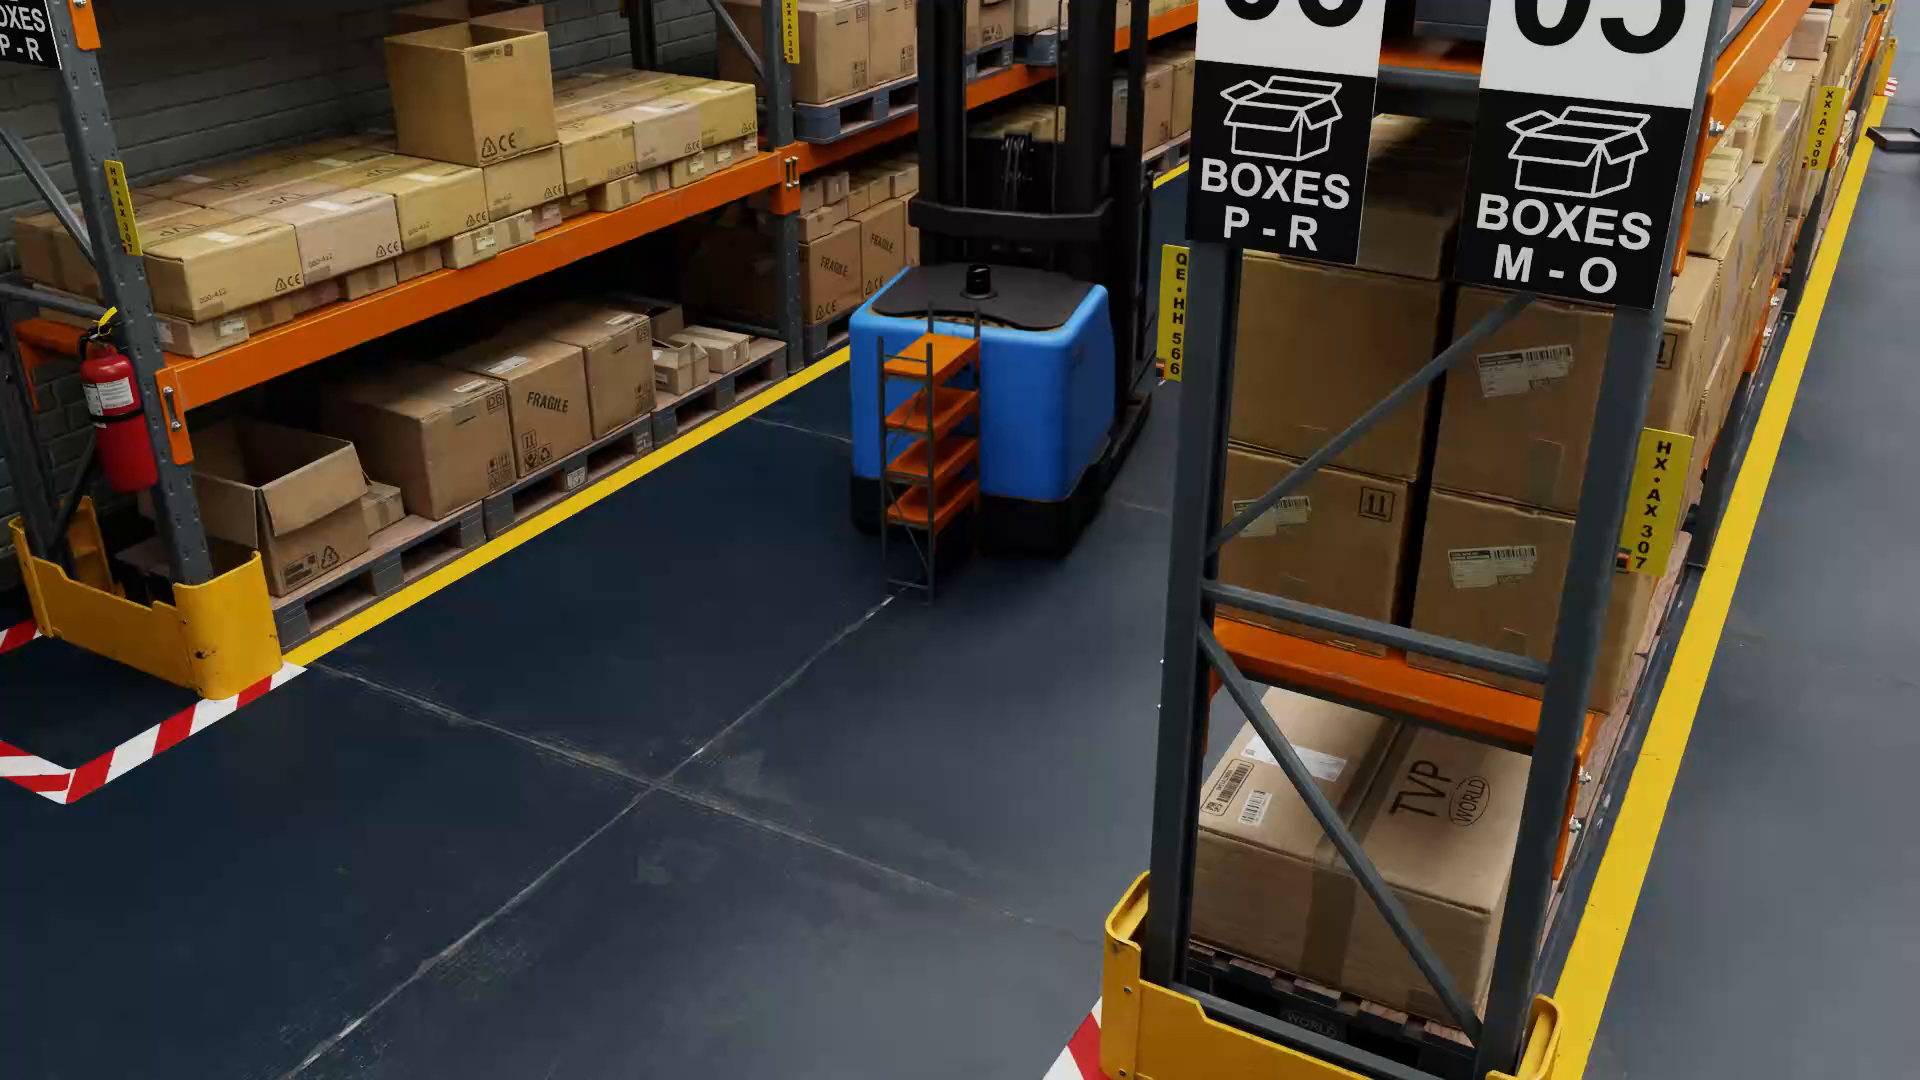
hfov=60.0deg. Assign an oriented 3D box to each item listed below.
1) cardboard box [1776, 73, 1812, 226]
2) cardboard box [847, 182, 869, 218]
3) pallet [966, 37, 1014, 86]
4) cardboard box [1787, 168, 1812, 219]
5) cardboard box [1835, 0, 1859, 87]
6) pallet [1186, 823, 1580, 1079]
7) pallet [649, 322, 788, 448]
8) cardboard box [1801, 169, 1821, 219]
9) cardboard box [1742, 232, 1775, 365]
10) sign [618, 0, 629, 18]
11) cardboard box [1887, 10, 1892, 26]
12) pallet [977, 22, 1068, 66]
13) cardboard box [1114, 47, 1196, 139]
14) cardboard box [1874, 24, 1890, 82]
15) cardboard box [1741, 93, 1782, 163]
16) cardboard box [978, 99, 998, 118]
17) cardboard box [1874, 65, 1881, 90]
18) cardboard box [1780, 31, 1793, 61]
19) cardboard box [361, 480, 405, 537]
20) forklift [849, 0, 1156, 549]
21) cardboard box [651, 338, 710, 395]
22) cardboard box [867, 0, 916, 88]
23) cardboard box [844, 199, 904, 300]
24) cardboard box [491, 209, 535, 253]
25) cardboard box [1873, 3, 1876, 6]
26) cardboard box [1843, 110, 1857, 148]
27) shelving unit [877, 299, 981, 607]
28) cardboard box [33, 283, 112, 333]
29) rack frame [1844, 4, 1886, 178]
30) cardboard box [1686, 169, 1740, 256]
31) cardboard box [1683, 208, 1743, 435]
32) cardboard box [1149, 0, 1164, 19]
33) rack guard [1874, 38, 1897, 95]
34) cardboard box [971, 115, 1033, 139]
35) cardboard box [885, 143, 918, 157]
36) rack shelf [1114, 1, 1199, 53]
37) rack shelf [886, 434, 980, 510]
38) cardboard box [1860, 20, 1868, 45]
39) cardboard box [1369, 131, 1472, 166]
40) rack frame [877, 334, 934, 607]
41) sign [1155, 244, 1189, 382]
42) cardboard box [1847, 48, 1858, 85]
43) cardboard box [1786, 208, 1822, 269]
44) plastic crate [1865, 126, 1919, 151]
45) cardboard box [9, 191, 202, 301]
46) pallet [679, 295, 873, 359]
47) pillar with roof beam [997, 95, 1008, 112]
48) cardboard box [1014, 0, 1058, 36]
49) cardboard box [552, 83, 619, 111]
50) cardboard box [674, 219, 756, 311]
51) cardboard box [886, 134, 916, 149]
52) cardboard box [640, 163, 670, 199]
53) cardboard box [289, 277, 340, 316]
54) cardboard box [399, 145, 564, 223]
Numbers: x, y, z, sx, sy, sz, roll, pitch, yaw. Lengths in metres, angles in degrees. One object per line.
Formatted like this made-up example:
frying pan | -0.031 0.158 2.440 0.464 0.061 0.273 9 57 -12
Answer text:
cardboard box | 2.698 -1.388 5.943 0.500 0.500 0.500 14 30 25
cardboard box | -0.784 -2.097 10.187 0.380 0.149 0.250 13 29 23
pallet | -0.362 -3.143 10.891 1.003 0.211 1.213 14 30 26
cardboard box | 3.408 -1.603 7.210 0.500 0.250 0.500 13 30 25
cardboard box | 4.136 -2.539 8.243 0.500 0.500 0.500 14 30 25
pallet | 1.303 1.140 5.237 1.003 0.211 1.213 14 30 26
pallet | -1.716 -0.914 9.340 1.003 0.211 1.213 14 30 26
cardboard box | 3.911 -1.781 8.125 0.500 0.250 0.500 14 30 26
cardboard box | 2.692 -0.943 6.171 0.500 0.500 0.500 13 30 25
sign | -1.862 -3.067 9.233 0.100 0.325 0.005 14 30 26
cardboard box | 7.902 -4.551 14.530 0.380 0.149 0.250 16 31 29
pallet | 0.318 -3.622 11.849 1.213 0.211 1.003 14 30 26
cardboard box | 1.555 -3.872 14.318 0.875 0.625 0.625 13 29 24
cardboard box | 7.916 -4.332 14.817 0.500 0.500 0.500 16 31 29
cardboard box | 2.193 -1.232 4.908 0.380 0.149 0.250 13 30 25
cardboard box | 0.062 -3.213 12.416 0.380 0.149 0.250 16 31 29
cardboard box | 8.424 -4.397 15.786 0.500 0.250 0.500 14 30 26
cardboard box | 2.847 -1.850 6.141 0.380 0.149 0.250 15 30 27
cardboard box | -2.719 -0.157 7.429 0.380 0.149 0.250 13 29 24
forklift | 0.410 -1.909 8.288 1.130 2.935 3.031 8 28 15
cardboard box | -1.571 -0.973 8.927 0.396 0.266 0.258 15 30 28
cardboard box | -0.690 -3.002 9.815 0.700 0.500 0.500 15 30 27
cardboard box | -0.690 -1.847 10.412 0.500 0.500 0.500 14 30 25
cardboard box | -2.156 -1.423 7.523 0.380 0.149 0.250 15 30 27
cardboard box | 6.095 -3.992 11.461 0.500 0.500 0.500 13 29 24
cardboard box | 6.626 -3.262 13.383 0.950 0.372 0.625 15 30 27
shelving unit | -0.125 -0.371 7.151 0.258 1.200 0.503 11 29 21
cardboard box | -3.416 -0.946 6.569 0.380 0.149 0.250 14 30 26
rack frame | 6.881 -4.455 13.298 1.000 3.000 0.127 14 30 26
cardboard box | 1.688 -0.831 4.106 0.380 0.149 0.250 15 30 28
cardboard box | 1.710 -0.597 4.363 0.500 0.500 0.500 13 30 25
cardboard box | 1.273 -4.234 13.025 0.500 0.250 0.500 14 30 25
rack guard | 8.812 -4.866 16.913 1.175 0.500 0.348 14 30 26
cardboard box | 0.293 -2.893 11.777 0.380 0.149 0.250 13 29 24
cardboard box | -0.274 -2.504 11.000 0.380 0.149 0.250 14 30 26
rack shelf | 1.574 -4.445 14.083 1.077 0.370 4.000 14 30 26
rack shelf | -0.125 -0.311 7.181 0.258 0.148 0.480 11 29 21
cardboard box | 5.732 -3.359 10.920 0.380 0.149 0.250 14 30 26
cardboard box | 1.138 -0.967 4.378 0.380 0.149 0.250 14 30 26
rack frame | -0.223 -0.271 6.951 0.240 1.200 0.015 11 29 21
sign | 0.513 -0.527 3.893 0.100 0.325 0.005 14 30 26
cardboard box | 4.897 -2.808 9.617 0.500 0.250 0.500 14 30 26
cardboard box | 5.200 -2.127 11.114 0.950 0.372 0.625 12 29 23
plastic crate | 8.368 -3.580 14.813 0.402 0.080 0.583 4 27 8
cardboard box | -3.350 -1.173 6.578 0.500 0.250 0.500 15 30 28
pallet | -1.010 -1.507 10.524 1.003 0.211 1.213 14 30 26
pillar with roof beam | 4.195 -6.429 10.539 9.100 9.000 0.400 14 30 26
cardboard box | 0.353 -3.626 11.340 0.500 0.250 0.500 13 29 24
cardboard box | -2.097 -2.164 8.557 0.500 0.250 0.500 14 30 26
cardboard box | -1.393 -1.755 10.228 0.500 0.500 0.500 14 30 26
cardboard box | -0.527 -2.697 11.386 0.380 0.149 0.250 14 30 26
cardboard box | -1.683 -1.827 8.330 0.380 0.149 0.250 15 30 27
cardboard box | -2.761 -1.044 6.766 0.380 0.149 0.250 14 30 25
cardboard box | -2.160 -1.652 7.534 0.500 0.250 0.500 13 30 25
